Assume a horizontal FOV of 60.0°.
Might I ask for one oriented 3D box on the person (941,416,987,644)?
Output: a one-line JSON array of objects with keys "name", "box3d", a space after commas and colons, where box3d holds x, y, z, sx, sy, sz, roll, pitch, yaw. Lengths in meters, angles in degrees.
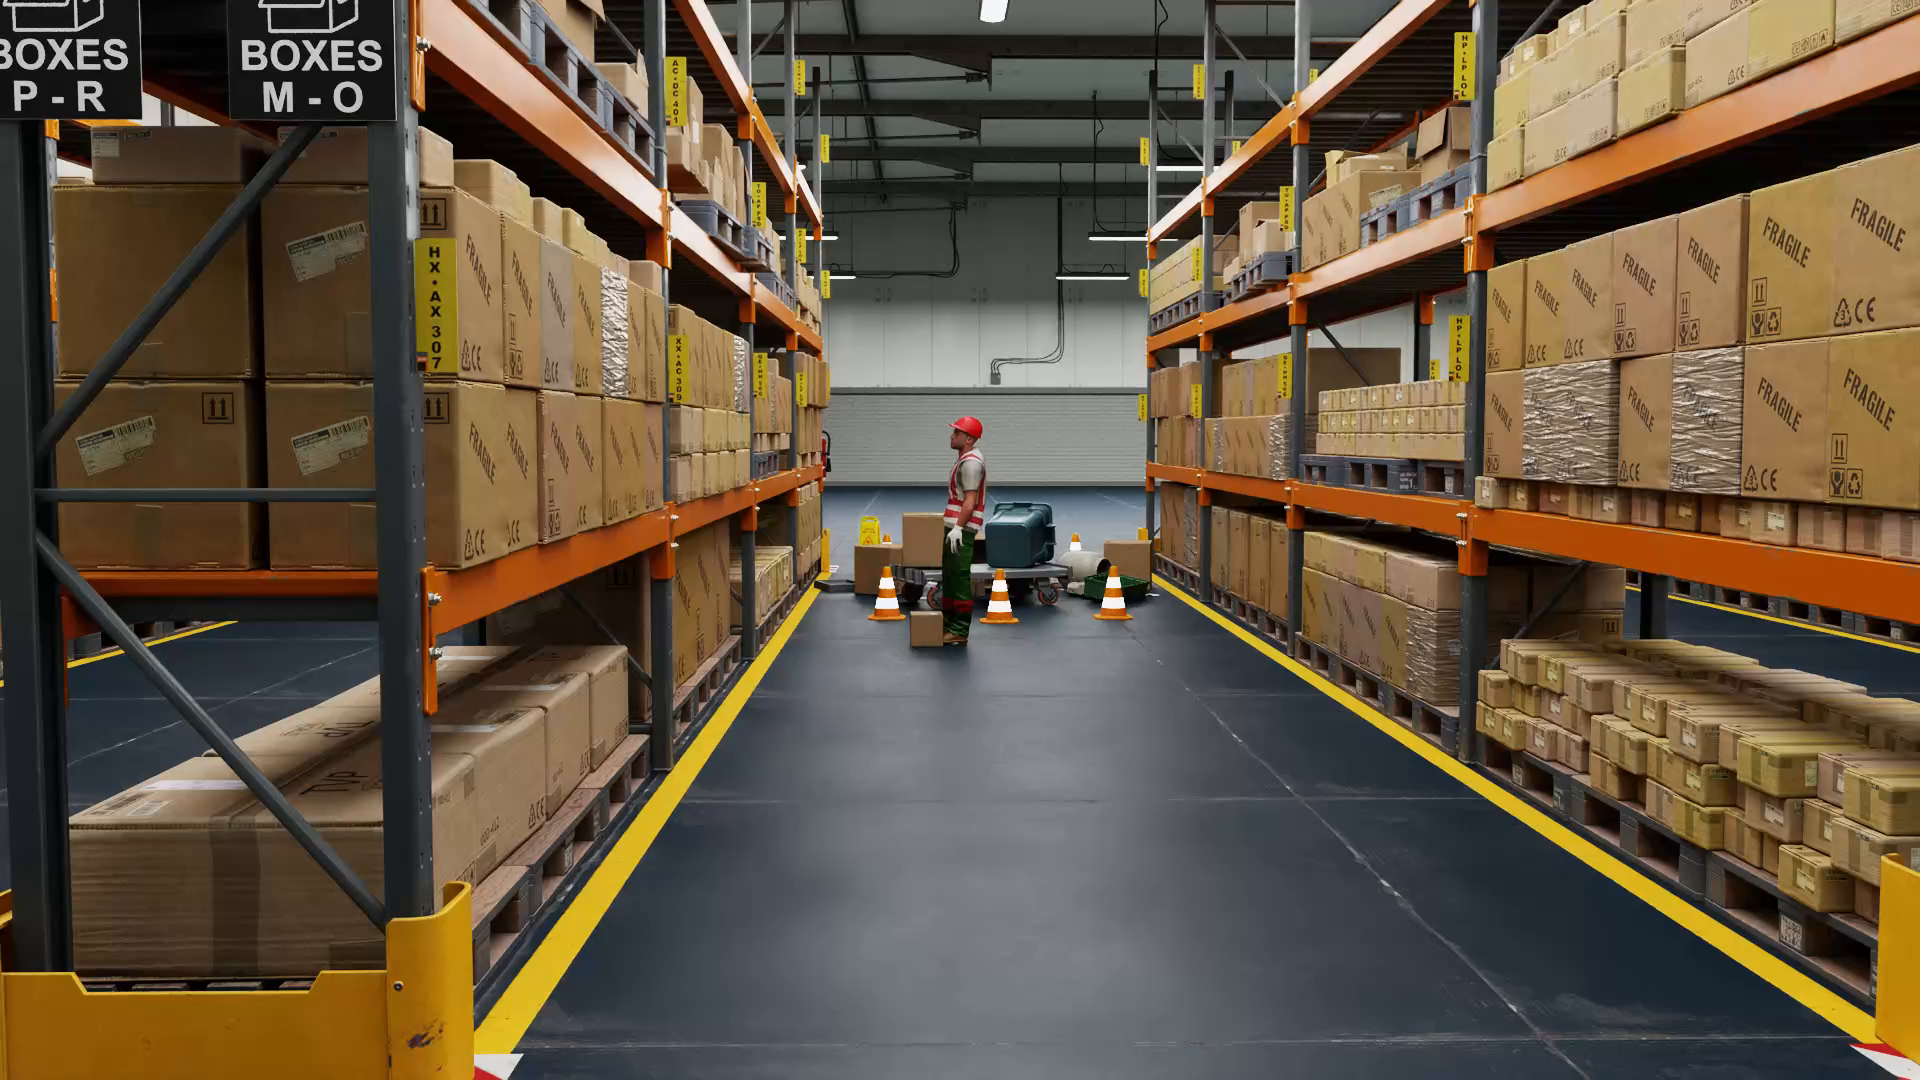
[{"name": "person", "box3d": [-0.072, -0.080, 13.067, 0.564, 1.788, 0.637, 0, 4, -1]}]
